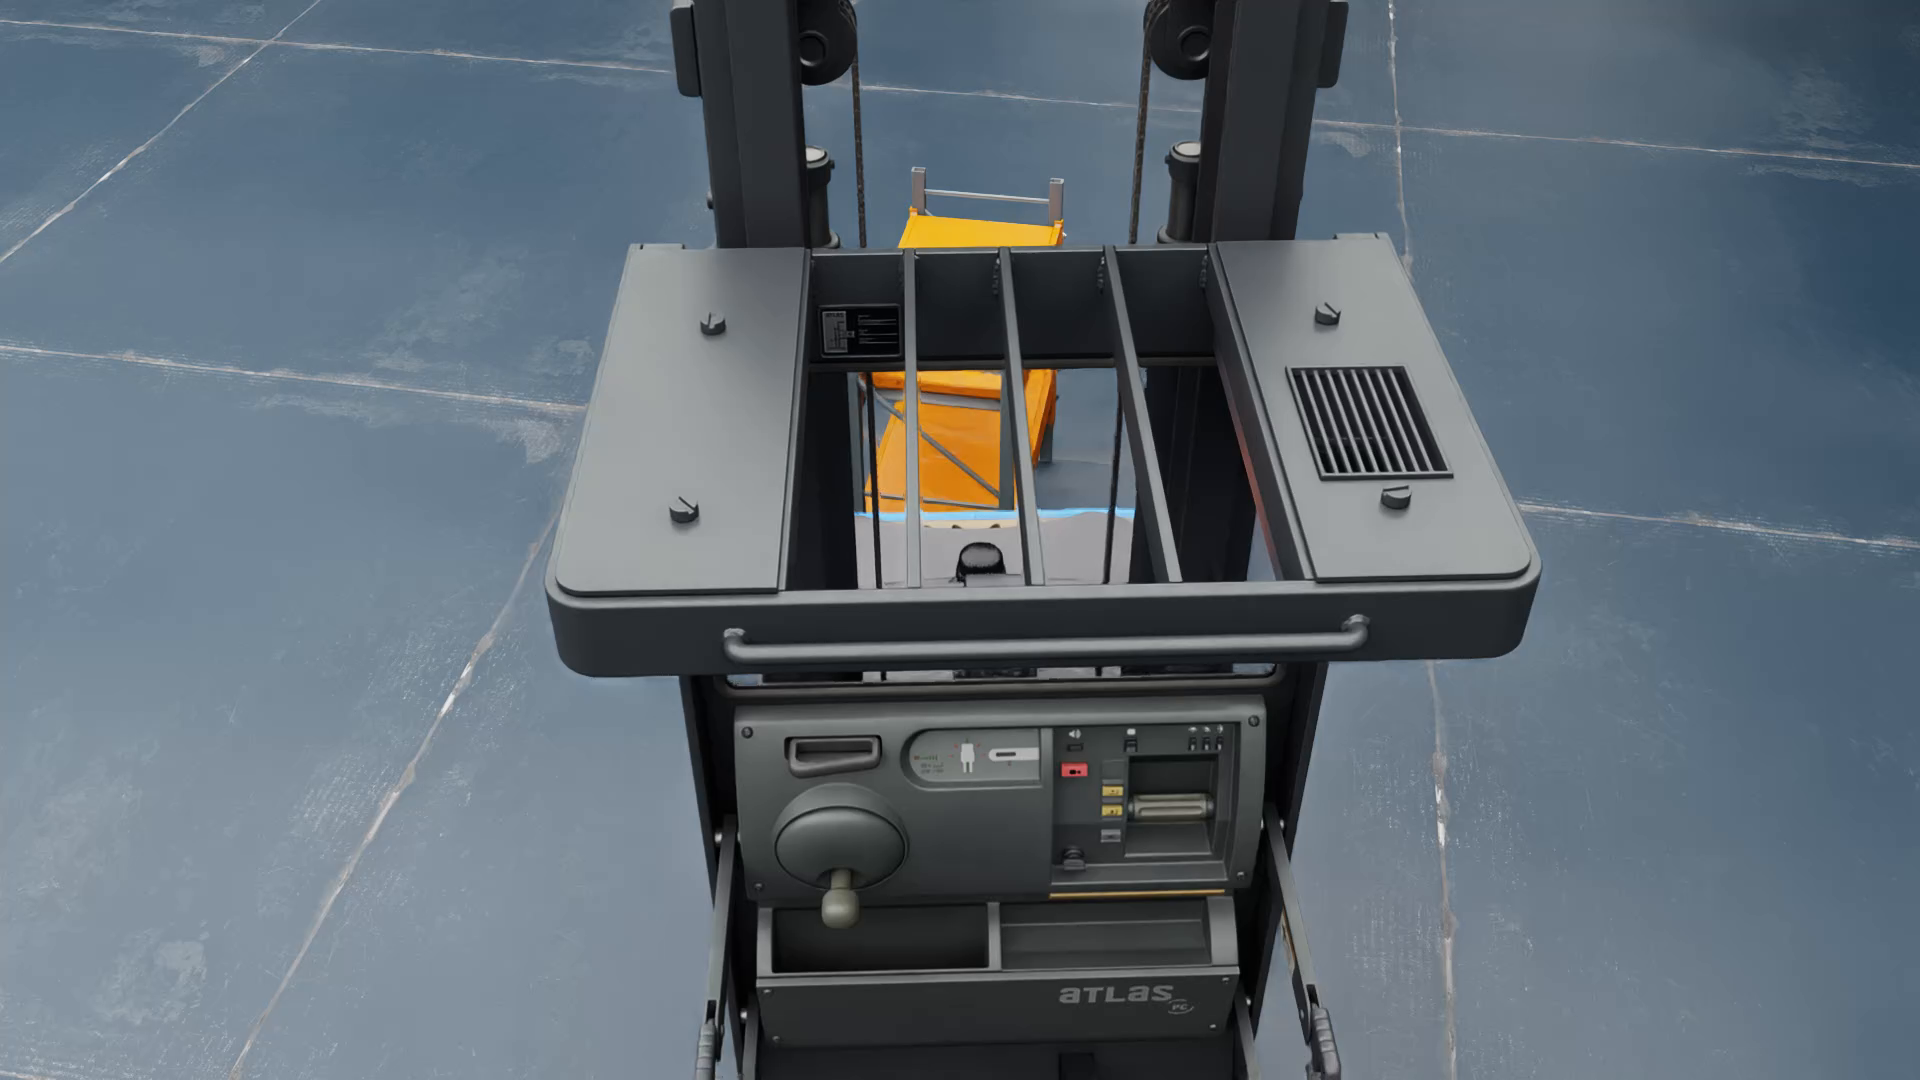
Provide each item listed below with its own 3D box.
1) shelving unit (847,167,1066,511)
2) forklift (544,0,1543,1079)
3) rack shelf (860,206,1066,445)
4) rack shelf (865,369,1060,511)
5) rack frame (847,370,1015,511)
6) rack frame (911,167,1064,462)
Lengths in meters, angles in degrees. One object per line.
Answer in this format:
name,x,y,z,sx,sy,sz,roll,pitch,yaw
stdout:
shelving unit,0.001,-0.438,5.397,0.538,1.125,1.048,6,40,8
forklift,0.082,0.556,2.777,1.130,2.935,3.031,-1,40,-1
rack shelf,0.001,-0.663,5.210,0.538,0.278,1.000,6,40,8
rack shelf,0.001,-0.249,5.553,0.538,0.278,1.000,6,40,8
rack frame,-0.087,-0.119,5.011,0.500,1.125,0.032,6,40,8
rack frame,0.089,-0.757,5.783,0.500,1.125,0.032,6,40,8
